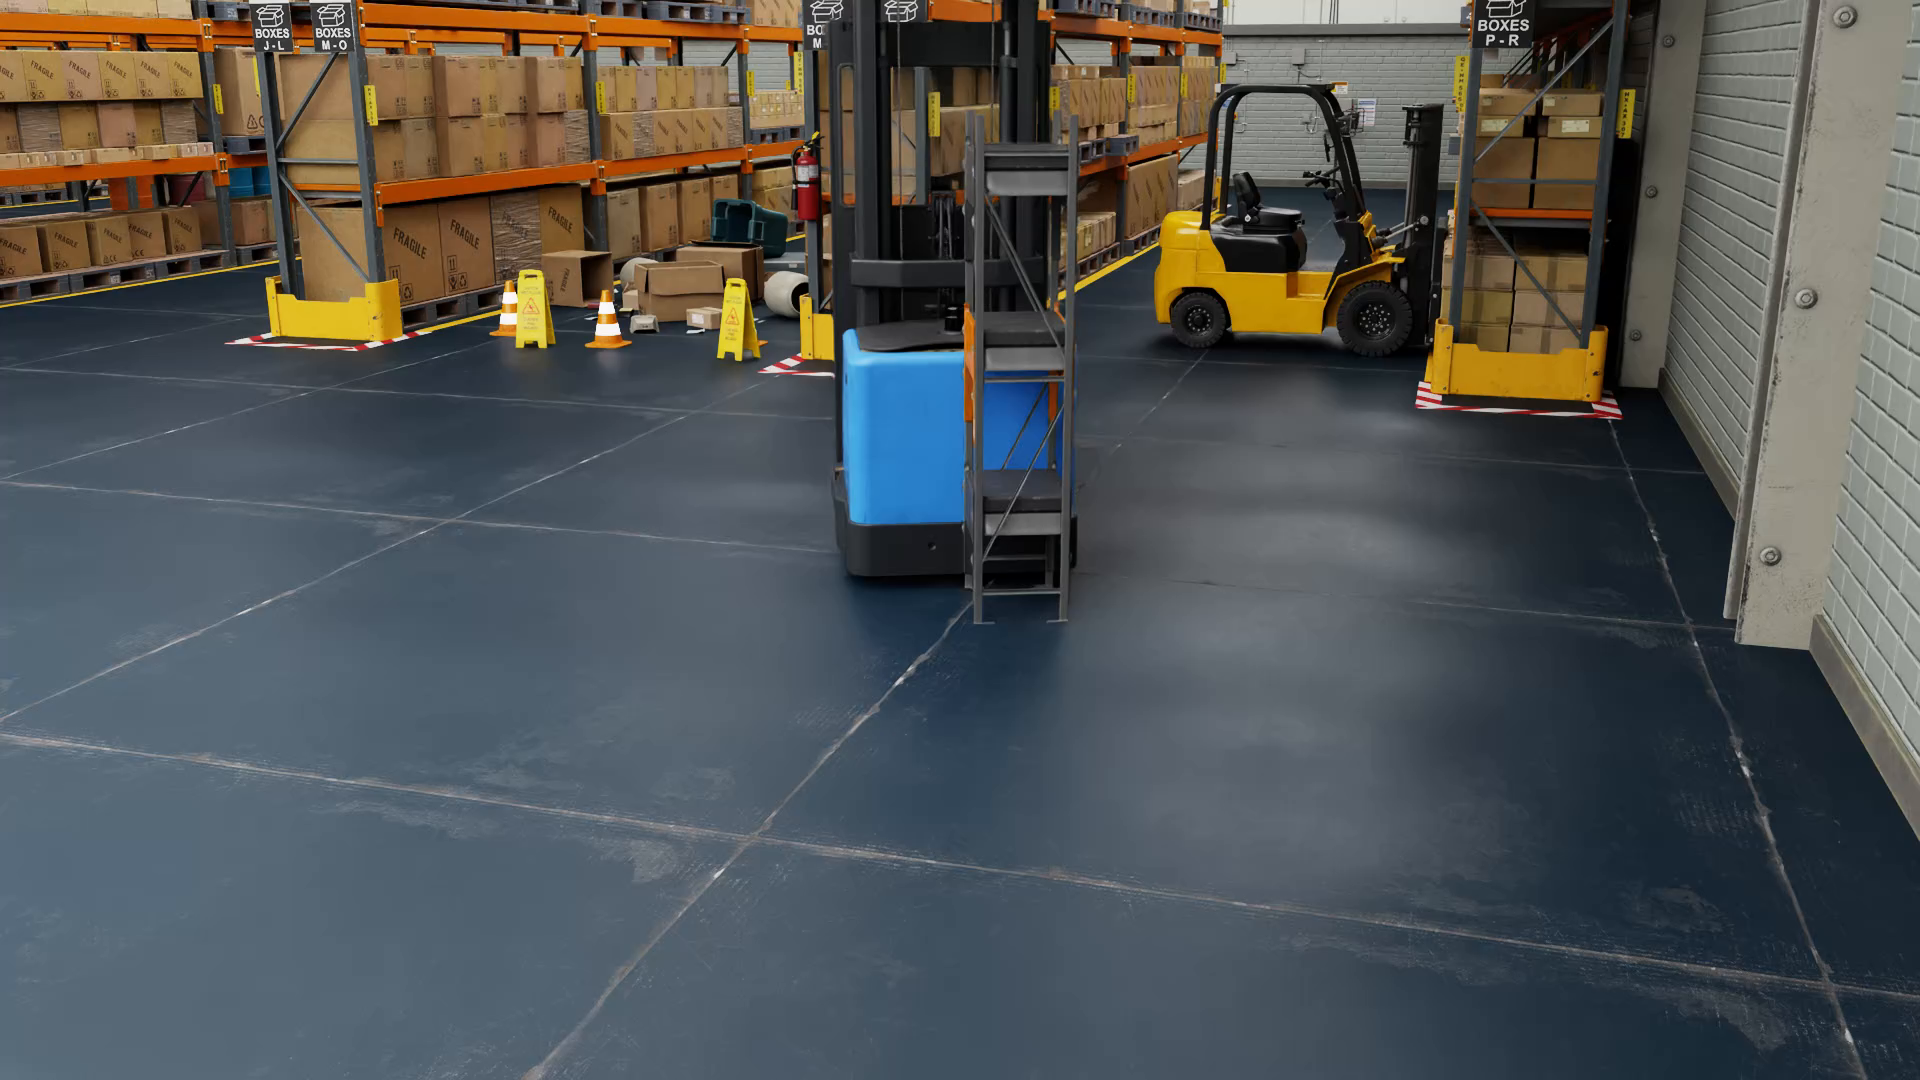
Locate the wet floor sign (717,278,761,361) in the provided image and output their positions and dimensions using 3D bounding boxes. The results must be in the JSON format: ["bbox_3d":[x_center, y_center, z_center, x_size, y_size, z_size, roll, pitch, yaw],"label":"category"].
[{"bbox_3d":[-1.804,-1.800,13.492,0.267,0.644,0.232,11,19,35],"label":"wet floor sign"}]

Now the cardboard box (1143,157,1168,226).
[{"bbox_3d":[2.337,-4.813,22.926,0.875,0.875,0.875,5,17,17],"label":"cardboard box"}]

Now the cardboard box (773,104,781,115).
[{"bbox_3d":[-2.676,-5.892,22.751,0.380,0.149,0.250,5,17,16],"label":"cardboard box"}]

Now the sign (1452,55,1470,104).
[{"bbox_3d":[3.520,-3.232,11.671,0.100,0.325,0.005,5,16,16],"label":"sign"}]

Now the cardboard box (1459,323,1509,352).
[{"bbox_3d":[3.867,-1.542,12.538,0.500,0.250,0.500,5,17,16],"label":"cardboard box"}]

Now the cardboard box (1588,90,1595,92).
[{"bbox_3d":[5.094,-3.689,13.920,0.380,0.149,0.250,4,16,15],"label":"cardboard box"}]

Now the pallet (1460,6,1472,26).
[{"bbox_3d":[6.902,-6.571,20.845,1.213,0.211,1.003,5,16,16],"label":"pallet"}]

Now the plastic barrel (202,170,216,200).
[{"bbox_3d":[-12.182,-5.729,26.821,0.421,0.512,0.421,0,16,0],"label":"plastic barrel"}]

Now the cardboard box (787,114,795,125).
[{"bbox_3d":[-2.530,-5.879,23.251,0.380,0.149,0.250,5,17,17],"label":"cardboard box"}]

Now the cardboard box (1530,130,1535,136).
[{"bbox_3d":[4.709,-2.941,13.019,0.500,0.500,0.500,4,16,15],"label":"cardboard box"}]

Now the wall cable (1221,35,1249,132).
[{"bbox_3d":[5.403,-9.066,32.876,0.585,1.953,0.123,5,16,16],"label":"wall cable"}]

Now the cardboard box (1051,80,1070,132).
[{"bbox_3d":[0.821,-4.439,16.986,0.500,0.500,0.500,5,17,17],"label":"cardboard box"}]

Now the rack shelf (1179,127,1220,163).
[{"bbox_3d":[3.255,-6.216,26.065,1.077,0.370,4.000,5,16,16],"label":"rack shelf"}]

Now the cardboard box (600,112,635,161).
[{"bbox_3d":[-3.954,-4.468,18.401,0.500,0.500,0.500,5,17,16],"label":"cardboard box"}]

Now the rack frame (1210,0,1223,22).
[{"bbox_3d":[3.823,-9.971,26.993,1.000,3.000,0.127,5,16,16],"label":"rack frame"}]

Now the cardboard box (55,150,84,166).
[{"bbox_3d":[-9.397,-3.988,17.352,0.380,0.149,0.250,5,16,16],"label":"cardboard box"}]

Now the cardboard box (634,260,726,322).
[{"bbox_3d":[-2.652,-2.354,15.707,0.797,0.503,0.637,-7,17,-23],"label":"cardboard box"}]

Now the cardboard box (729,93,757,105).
[{"bbox_3d":[-2.907,-5.824,21.966,0.380,0.149,0.250,5,16,16],"label":"cardboard box"}]

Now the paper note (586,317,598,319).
[{"bbox_3d":[-3.437,-2.095,15.663,0.144,0.017,0.142,11,19,35],"label":"paper note"}]

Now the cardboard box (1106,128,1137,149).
[{"bbox_3d":[1.930,-5.029,20.836,0.500,0.250,0.500,4,16,15],"label":"cardboard box"}]

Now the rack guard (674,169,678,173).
[{"bbox_3d":[-5.672,-6.657,30.884,1.175,0.500,0.348,5,16,16],"label":"rack guard"}]

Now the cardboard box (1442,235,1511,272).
[{"bbox_3d":[4.141,-2.287,13.332,0.500,0.250,0.500,5,17,17],"label":"cardboard box"}]

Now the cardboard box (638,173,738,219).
[{"bbox_3d":[-3.485,-4.317,21.406,1.050,0.750,0.750,4,16,15],"label":"cardboard box"}]

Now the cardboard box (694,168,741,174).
[{"bbox_3d":[-3.282,-4.909,22.577,0.500,0.250,0.500,4,16,15],"label":"cardboard box"}]

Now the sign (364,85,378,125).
[{"bbox_3d":[-4.968,-3.667,14.028,0.100,0.325,0.005,5,16,16],"label":"sign"}]

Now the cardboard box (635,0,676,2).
[{"bbox_3d":[-3.784,-6.667,20.164,0.500,0.250,0.500,5,17,17],"label":"cardboard box"}]

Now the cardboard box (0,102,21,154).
[{"bbox_3d":[-10.016,-4.141,16.703,0.875,0.500,0.500,5,16,16],"label":"cardboard box"}]

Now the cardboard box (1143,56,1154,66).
[{"bbox_3d":[2.648,-7.046,24.468,0.380,0.149,0.250,5,17,17],"label":"cardboard box"}]

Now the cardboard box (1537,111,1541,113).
[{"bbox_3d":[4.890,-3.415,13.499,0.380,0.149,0.250,4,16,14],"label":"cardboard box"}]

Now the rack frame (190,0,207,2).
[{"bbox_3d":[-9.089,-7.600,18.634,1.000,3.000,0.127,5,16,16],"label":"rack frame"}]

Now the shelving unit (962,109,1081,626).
[{"bbox_3d":[0.242,-0.718,6.998,0.431,2.100,0.503,-1,17,-4],"label":"shelving unit"}]

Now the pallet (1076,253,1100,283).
[{"bbox_3d":[0.977,-3.128,18.971,1.003,0.211,1.213,5,16,16],"label":"pallet"}]

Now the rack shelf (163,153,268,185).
[{"bbox_3d":[-8.520,-4.891,21.396,1.077,0.370,4.000,5,16,16],"label":"rack shelf"}]

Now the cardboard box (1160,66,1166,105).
[{"bbox_3d":[2.497,-6.164,22.550,0.500,0.500,0.500,5,17,18],"label":"cardboard box"}]

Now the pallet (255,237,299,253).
[{"bbox_3d":[-8.524,-3.897,21.681,1.003,0.211,1.213,5,16,16],"label":"pallet"}]

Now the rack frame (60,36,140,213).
[{"bbox_3d":[-12.701,-6.145,24.496,1.000,3.000,0.127,5,16,16],"label":"rack frame"}]

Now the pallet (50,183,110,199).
[{"bbox_3d":[-16.116,-6.414,30.557,1.003,0.211,1.213,5,16,16],"label":"pallet"}]

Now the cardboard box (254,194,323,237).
[{"bbox_3d":[-8.581,-4.152,21.245,0.700,0.500,0.500,3,16,11],"label":"cardboard box"}]

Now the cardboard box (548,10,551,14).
[{"bbox_3d":[-6.650,-8.758,27.076,0.700,0.500,0.500,4,16,13],"label":"cardboard box"}]

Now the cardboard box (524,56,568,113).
[{"bbox_3d":[-4.545,-4.648,16.966,0.875,0.550,0.550,5,16,16],"label":"cardboard box"}]

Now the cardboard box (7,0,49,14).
[{"bbox_3d":[-9.555,-5.409,16.681,0.500,0.250,0.500,5,16,16],"label":"cardboard box"}]

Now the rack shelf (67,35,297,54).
[{"bbox_3d":[-12.132,-7.765,26.030,1.077,0.370,4.000,5,16,16],"label":"rack shelf"}]

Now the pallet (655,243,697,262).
[{"bbox_3d":[-3.870,-3.489,20.245,1.003,0.211,1.213,5,16,16],"label":"pallet"}]

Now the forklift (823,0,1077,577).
[{"bbox_3d":[-0.129,-1.598,8.593,1.130,2.935,3.031,-2,16,-6],"label":"forklift"}]

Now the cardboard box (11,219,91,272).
[{"bbox_3d":[-9.699,-3.151,17.751,0.500,0.500,0.500,6,17,21],"label":"cardboard box"}]

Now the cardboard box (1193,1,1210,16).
[{"bbox_3d":[3.781,-8.582,26.912,0.500,0.250,0.500,3,16,11],"label":"cardboard box"}]

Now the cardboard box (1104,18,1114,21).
[{"bbox_3d":[1.598,-6.150,19.478,0.380,0.149,0.250,5,16,16],"label":"cardboard box"}]

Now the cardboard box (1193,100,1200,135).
[{"bbox_3d":[3.365,-6.450,25.390,0.500,0.500,0.500,5,17,16],"label":"cardboard box"}]

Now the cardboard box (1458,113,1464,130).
[{"bbox_3d":[6.299,-5.039,20.104,0.500,0.250,0.500,4,16,13],"label":"cardboard box"}]

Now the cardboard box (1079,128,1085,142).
[{"bbox_3d":[1.145,-4.420,18.107,0.380,0.149,0.250,5,17,16],"label":"cardboard box"}]

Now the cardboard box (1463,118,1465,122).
[{"bbox_3d":[5.207,-4.014,16.341,0.500,0.250,0.500,4,16,14],"label":"cardboard box"}]

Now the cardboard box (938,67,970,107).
[{"bbox_3d":[-0.316,-4.115,14.779,0.700,0.500,0.500,5,16,16],"label":"cardboard box"}]

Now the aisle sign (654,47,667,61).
[{"bbox_3d":[-5.370,-9.100,30.151,0.394,0.787,0.004,5,16,16],"label":"aisle sign"}]
